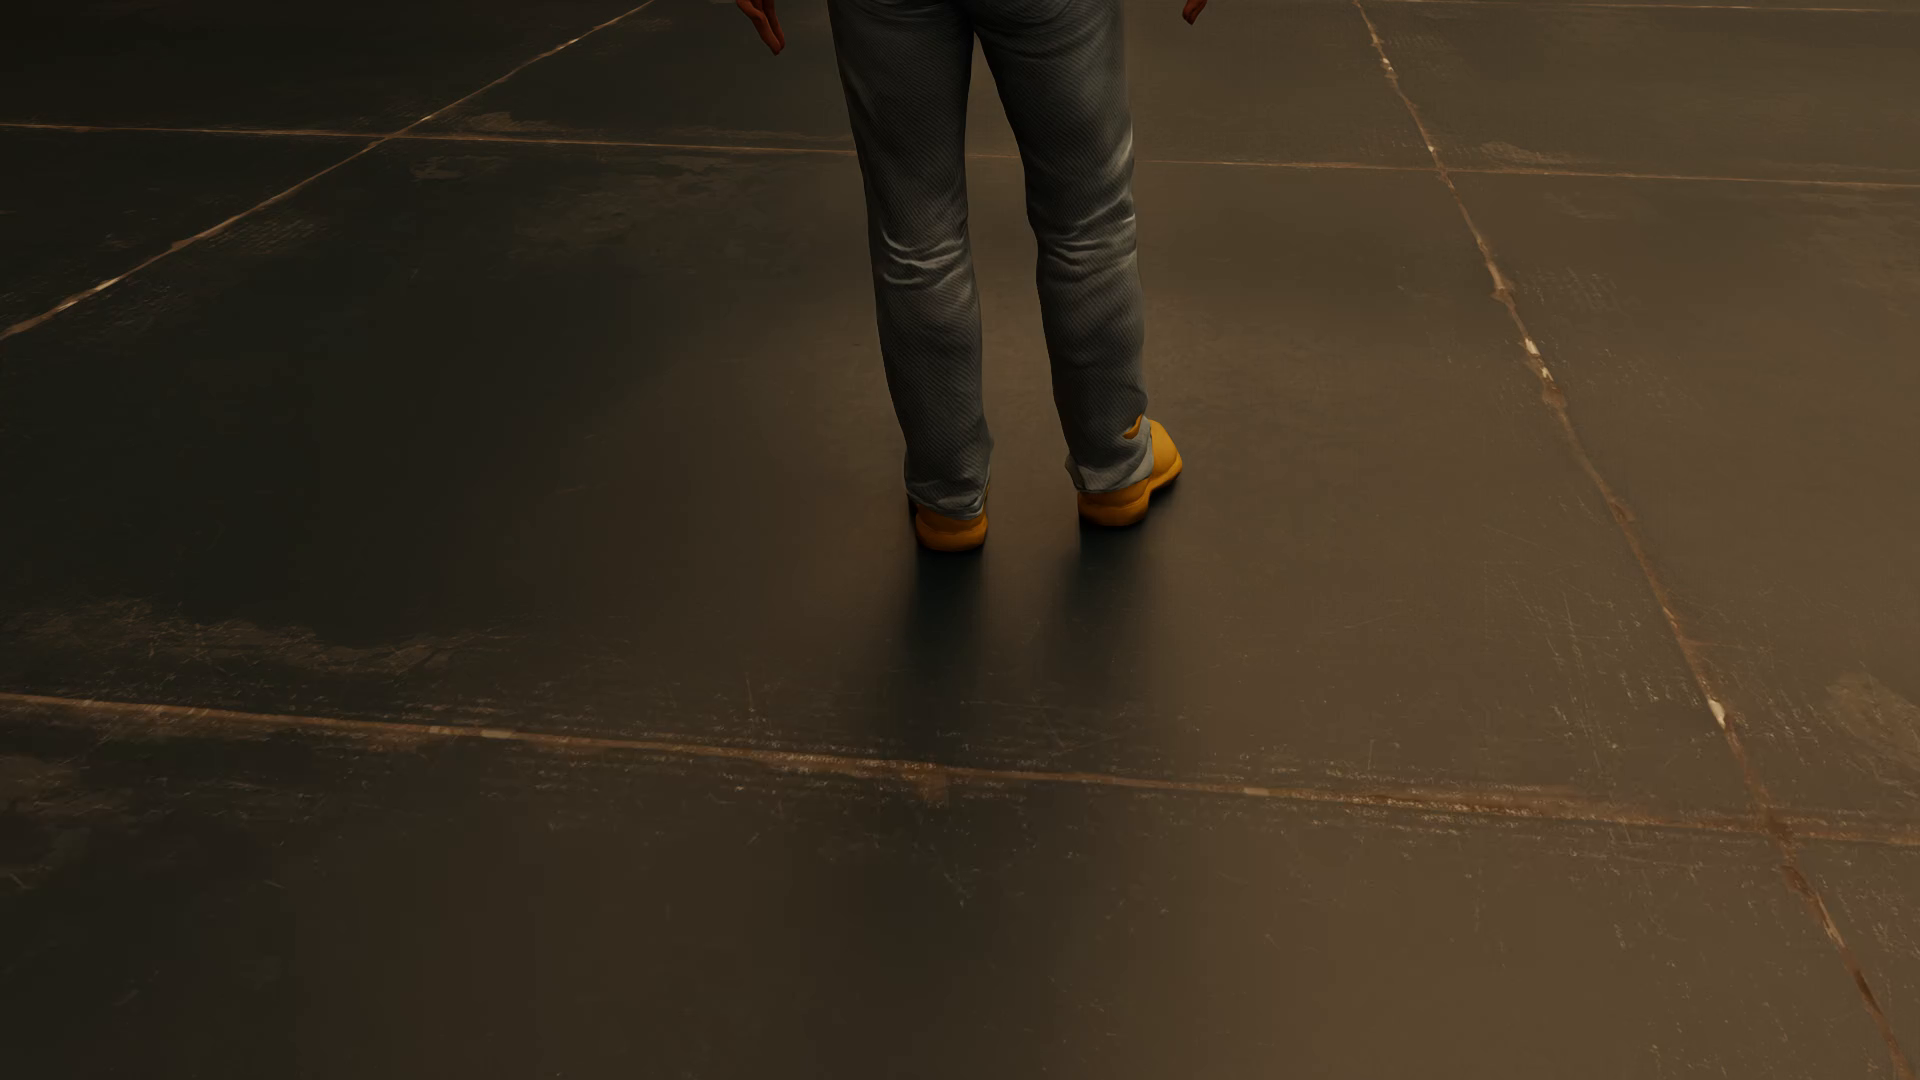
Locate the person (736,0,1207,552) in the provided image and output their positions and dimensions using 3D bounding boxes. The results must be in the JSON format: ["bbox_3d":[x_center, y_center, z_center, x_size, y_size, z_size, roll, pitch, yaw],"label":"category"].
[{"bbox_3d":[0.015,-0.827,2.163,0.665,1.765,0.577,3,27,7],"label":"person"}]
